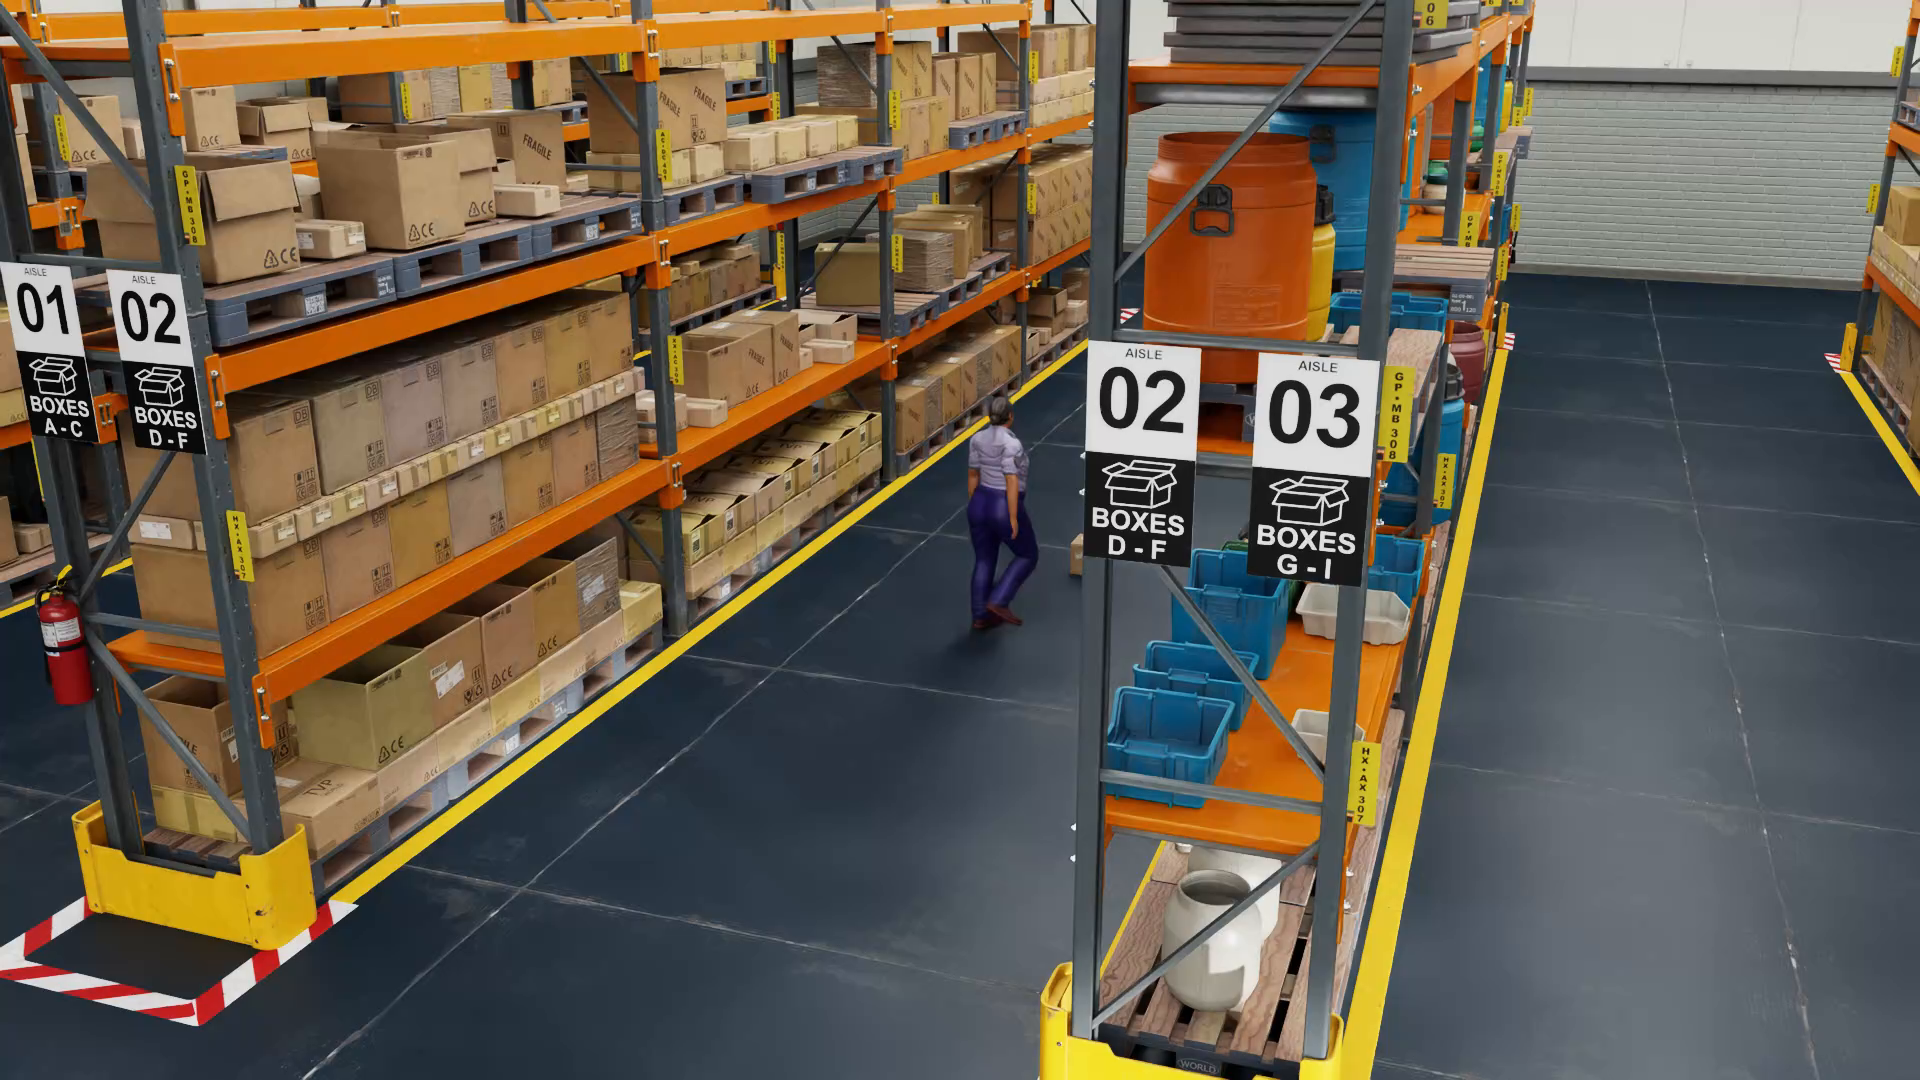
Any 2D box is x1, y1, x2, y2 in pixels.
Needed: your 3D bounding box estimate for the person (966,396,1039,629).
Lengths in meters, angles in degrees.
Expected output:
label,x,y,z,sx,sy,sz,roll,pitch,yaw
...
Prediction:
label,x,y,z,sx,sy,sz,roll,pitch,yaw
person,0.255,-0.179,11.581,0.539,1.638,0.461,16,24,39
